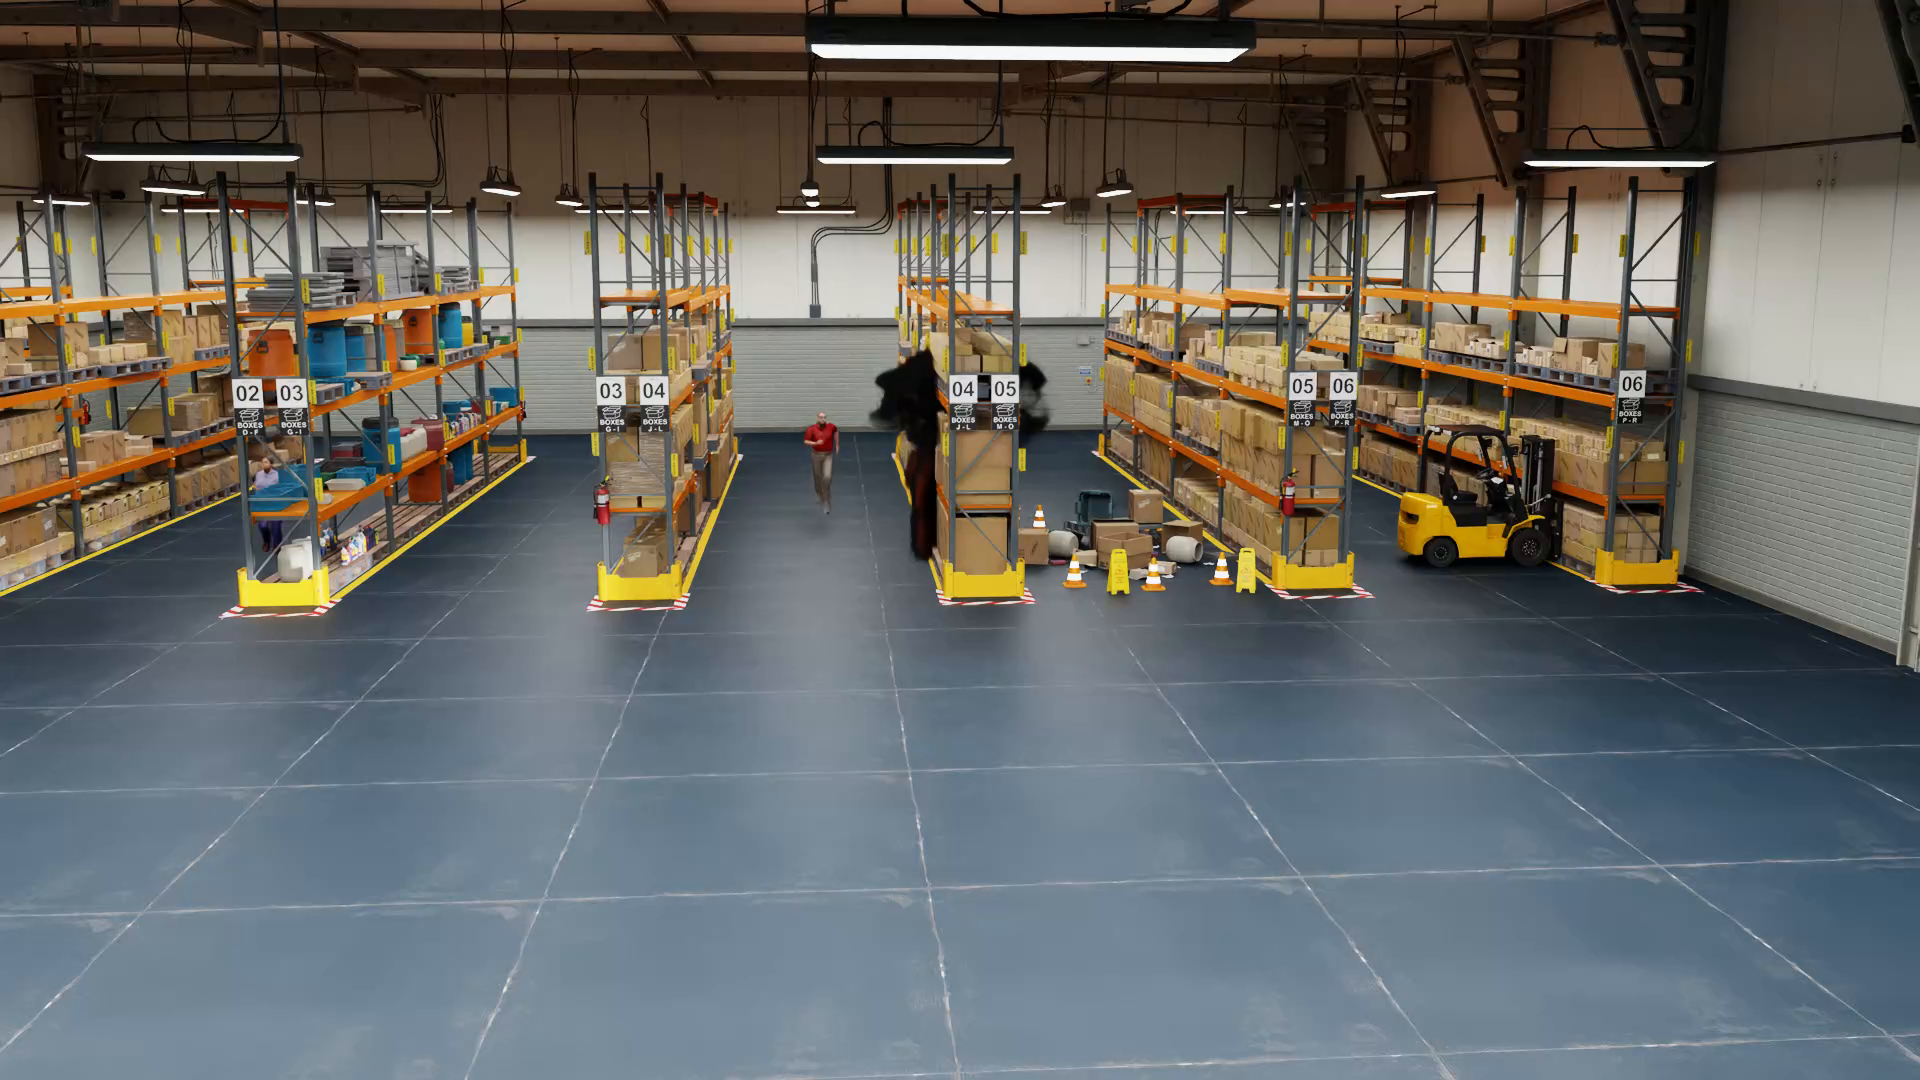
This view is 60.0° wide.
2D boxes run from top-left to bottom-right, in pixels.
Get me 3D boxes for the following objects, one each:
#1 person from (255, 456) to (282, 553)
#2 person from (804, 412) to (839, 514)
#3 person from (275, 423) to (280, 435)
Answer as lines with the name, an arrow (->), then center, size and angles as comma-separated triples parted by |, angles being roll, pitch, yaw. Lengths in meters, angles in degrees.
person -> -11.290, -0.561, 27.220 | 0.587, 1.613, 0.575 | -1, 10, -5
person -> -2.531, -1.437, 30.536 | 0.686, 1.860, 0.840 | -3, 10, -15
person -> -16.353, -2.824, 39.989 | 0.768, 1.705, 0.549 | 3, 10, 17
